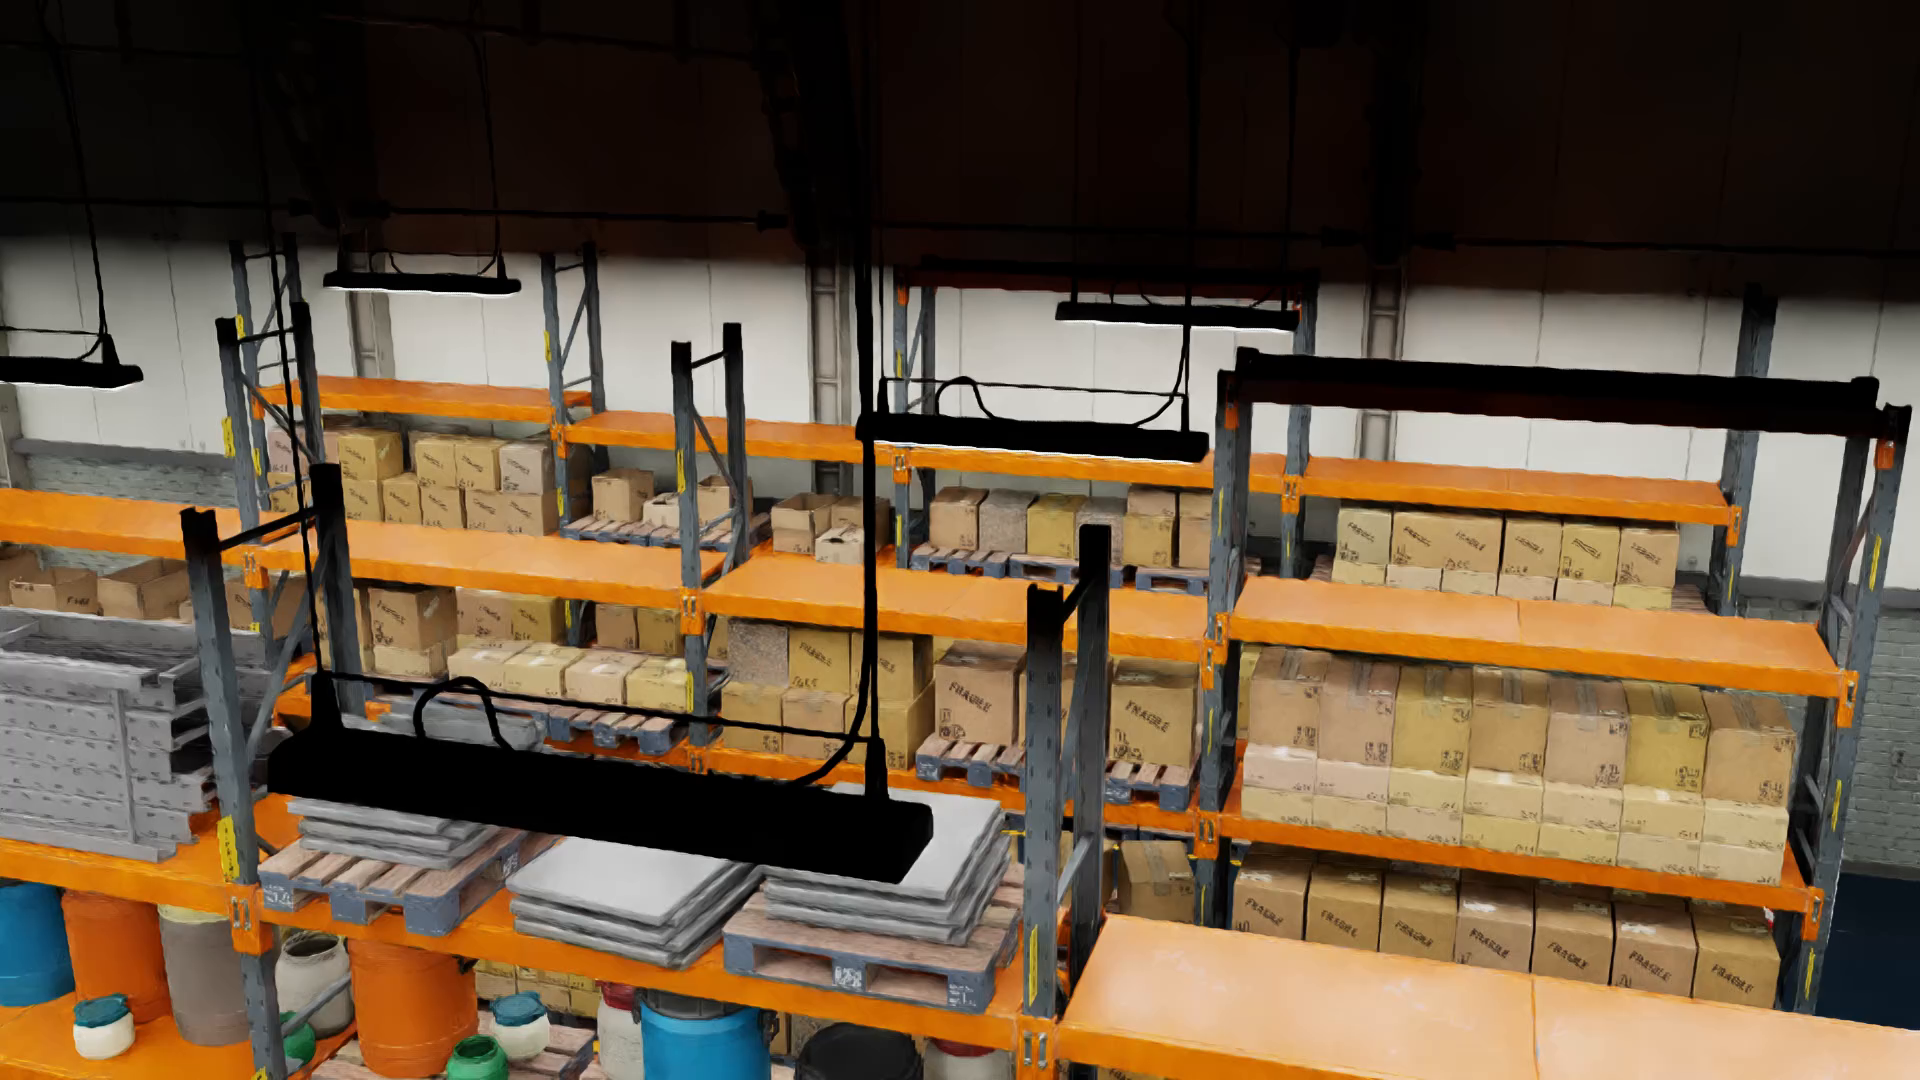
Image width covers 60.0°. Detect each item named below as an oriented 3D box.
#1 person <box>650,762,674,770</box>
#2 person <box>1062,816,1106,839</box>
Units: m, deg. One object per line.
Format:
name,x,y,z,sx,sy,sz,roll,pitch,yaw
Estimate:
person,-2.669,2.834,15.855,0.536,1.711,0.682,5,17,16
person,1.079,2.902,15.517,0.598,1.731,0.463,-2,16,-8
